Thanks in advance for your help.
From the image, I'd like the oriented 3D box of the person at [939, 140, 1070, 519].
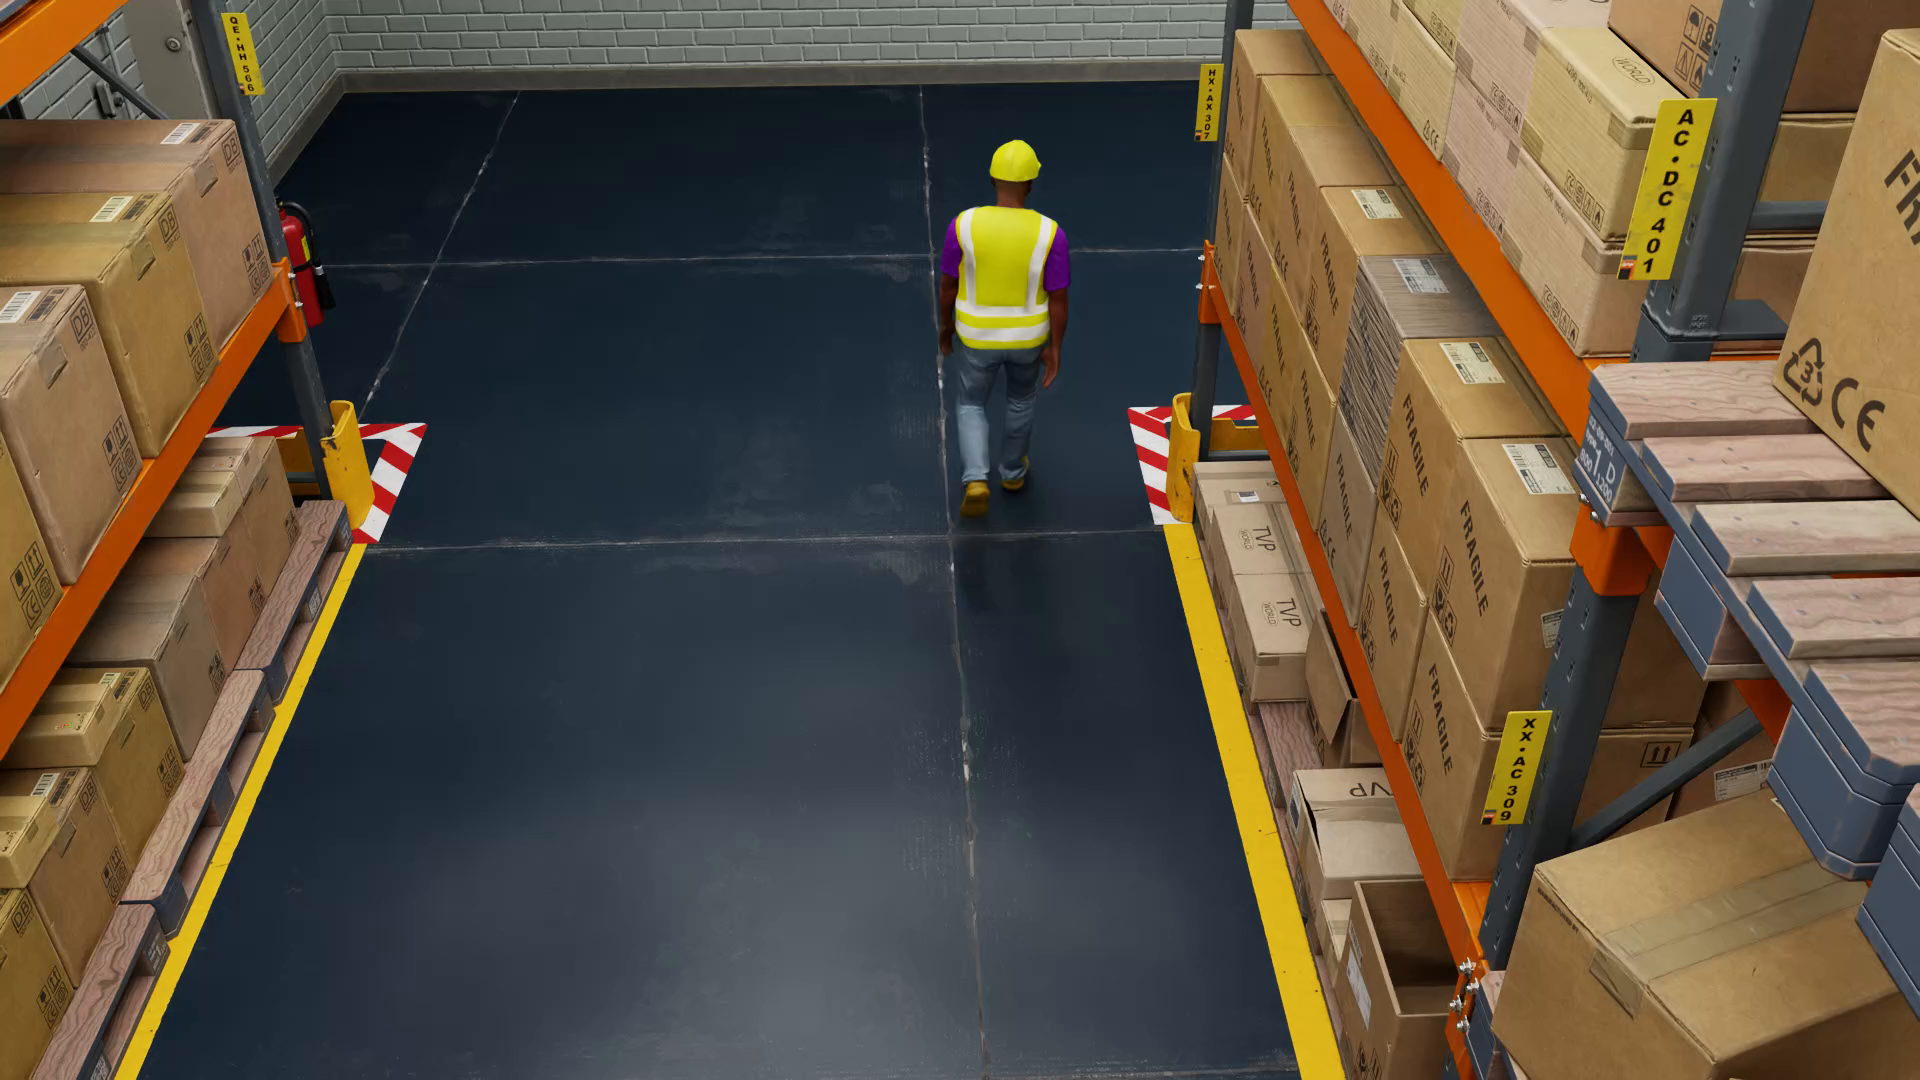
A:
[{"bbox_3d":[0.188,-0.895,7.372,0.579,1.745,0.793,1,35,2],"label":"person"}]
